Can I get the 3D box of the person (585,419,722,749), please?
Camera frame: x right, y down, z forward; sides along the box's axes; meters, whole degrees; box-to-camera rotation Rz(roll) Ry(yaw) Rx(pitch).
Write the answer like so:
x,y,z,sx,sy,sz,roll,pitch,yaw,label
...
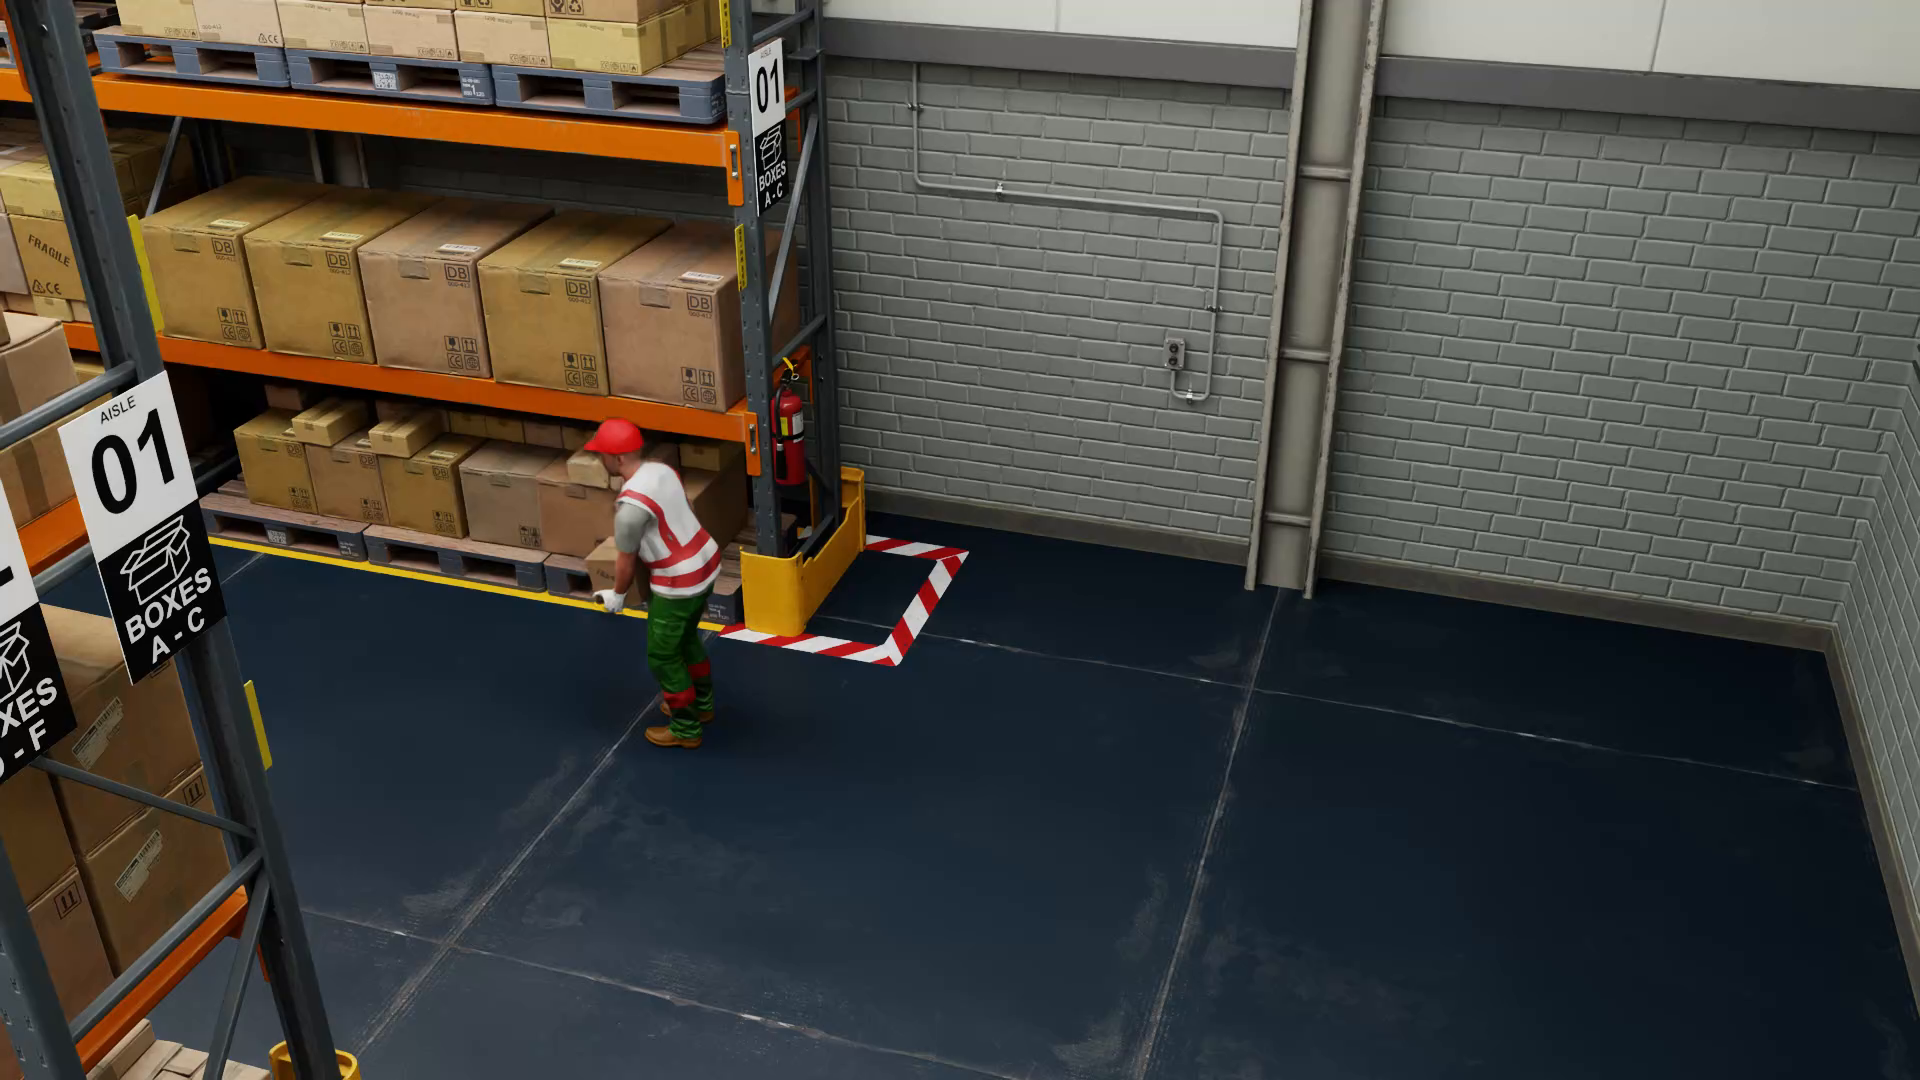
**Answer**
x,y,z,sx,sy,sz,roll,pitch,yaw,label
-1.480,0.211,8.167,0.598,1.726,0.481,8,30,14,person
